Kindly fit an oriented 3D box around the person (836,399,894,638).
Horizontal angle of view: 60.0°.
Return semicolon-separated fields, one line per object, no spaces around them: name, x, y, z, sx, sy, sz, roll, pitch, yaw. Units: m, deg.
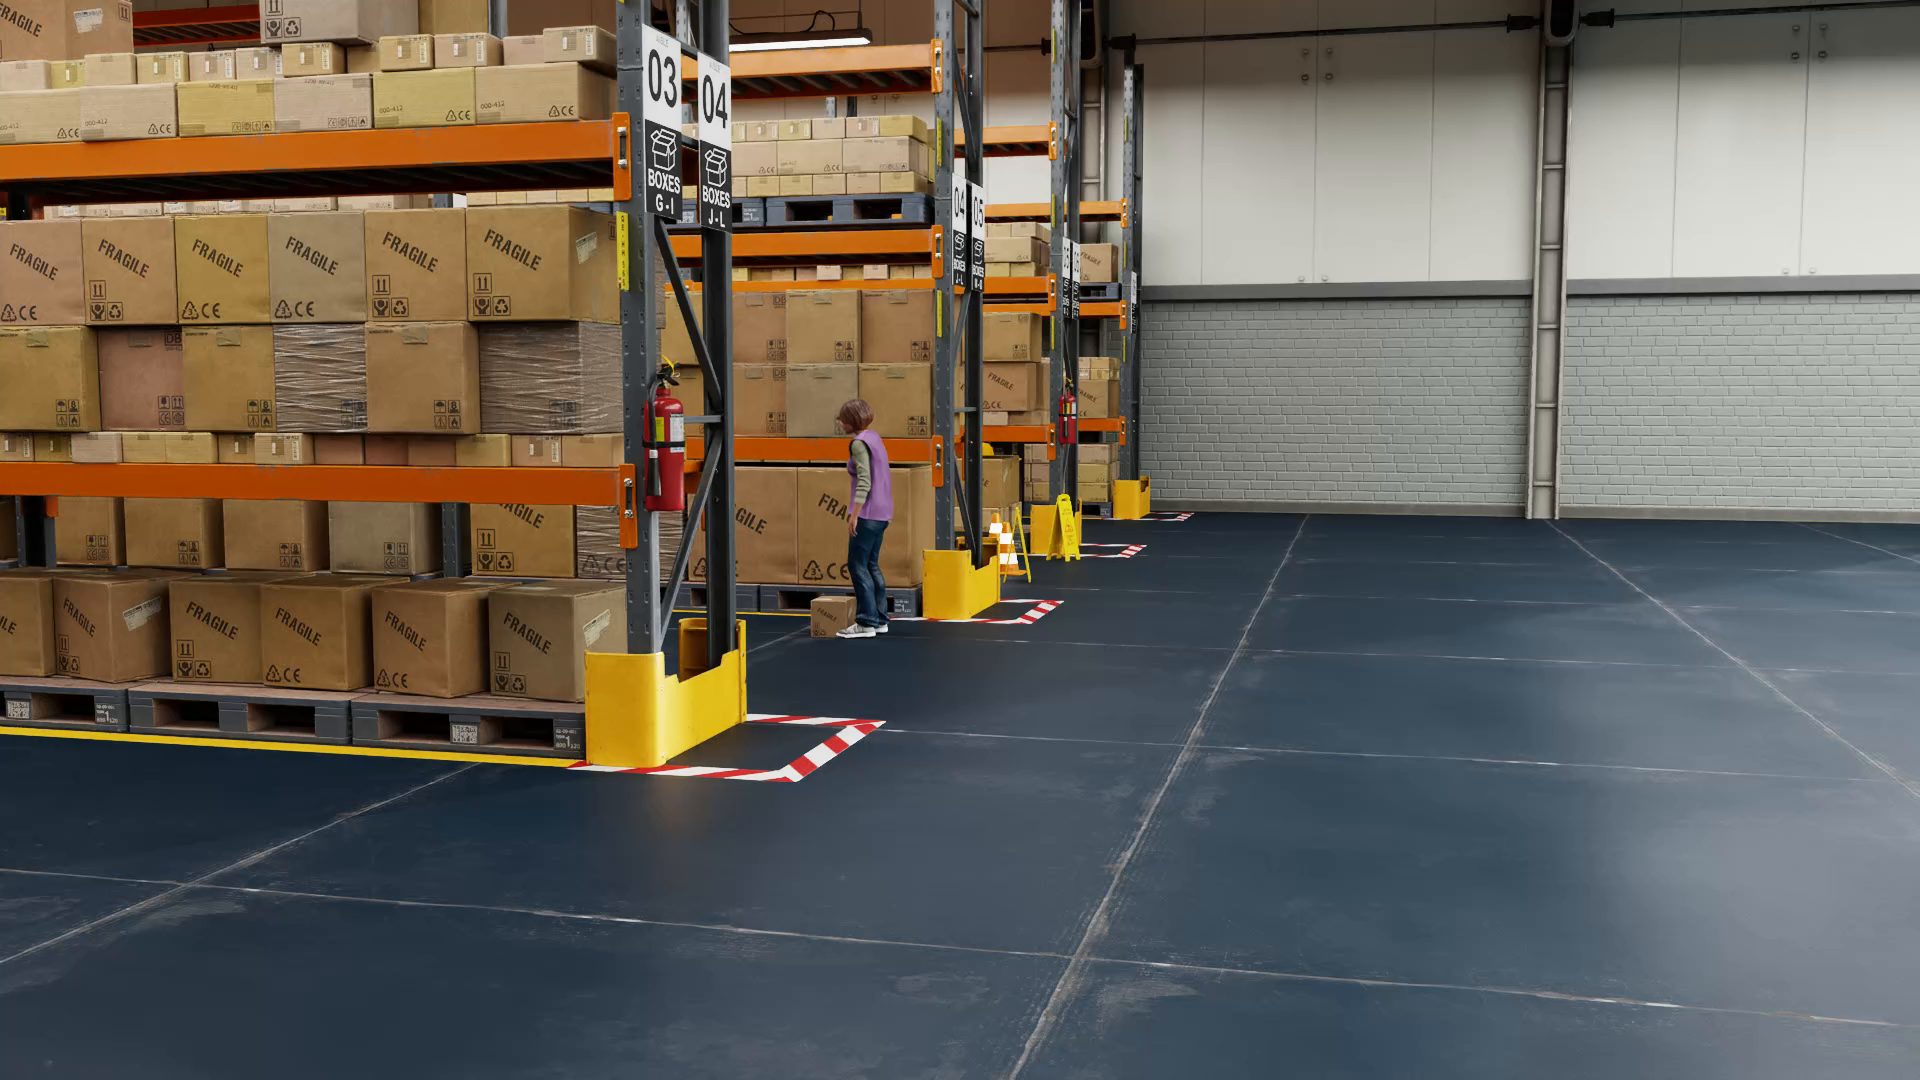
person;-0.636;-0.136;11.140;0.368;1.576;0.479;1;5;12
